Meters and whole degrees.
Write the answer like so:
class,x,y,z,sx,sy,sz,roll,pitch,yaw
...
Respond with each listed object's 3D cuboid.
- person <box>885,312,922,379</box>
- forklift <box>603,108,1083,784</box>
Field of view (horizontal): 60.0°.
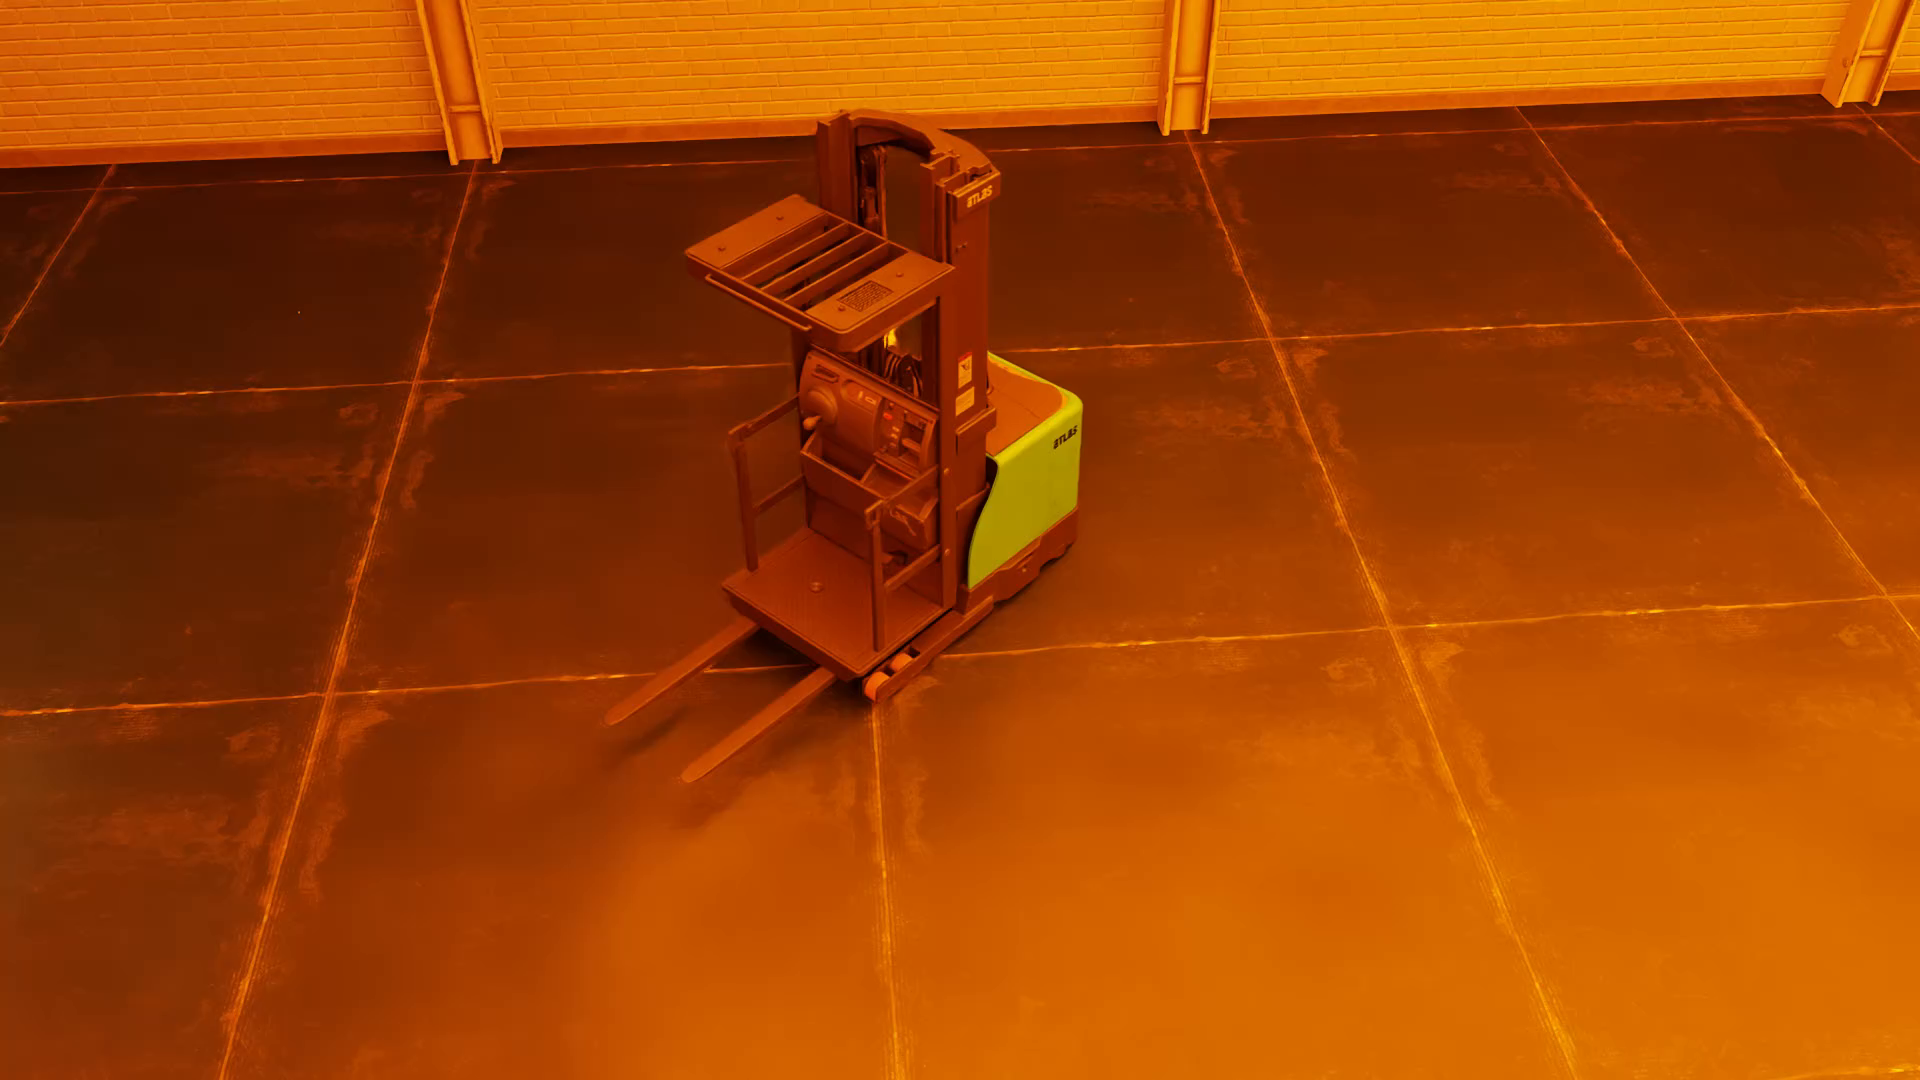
class,x,y,z,sx,sy,sz,roll,pitch,yaw
person,-0.342,-1.073,10.375,0.949,1.489,1.100,-5,41,-5
forklift,-0.630,-0.595,8.633,1.130,2.935,3.031,30,49,30
